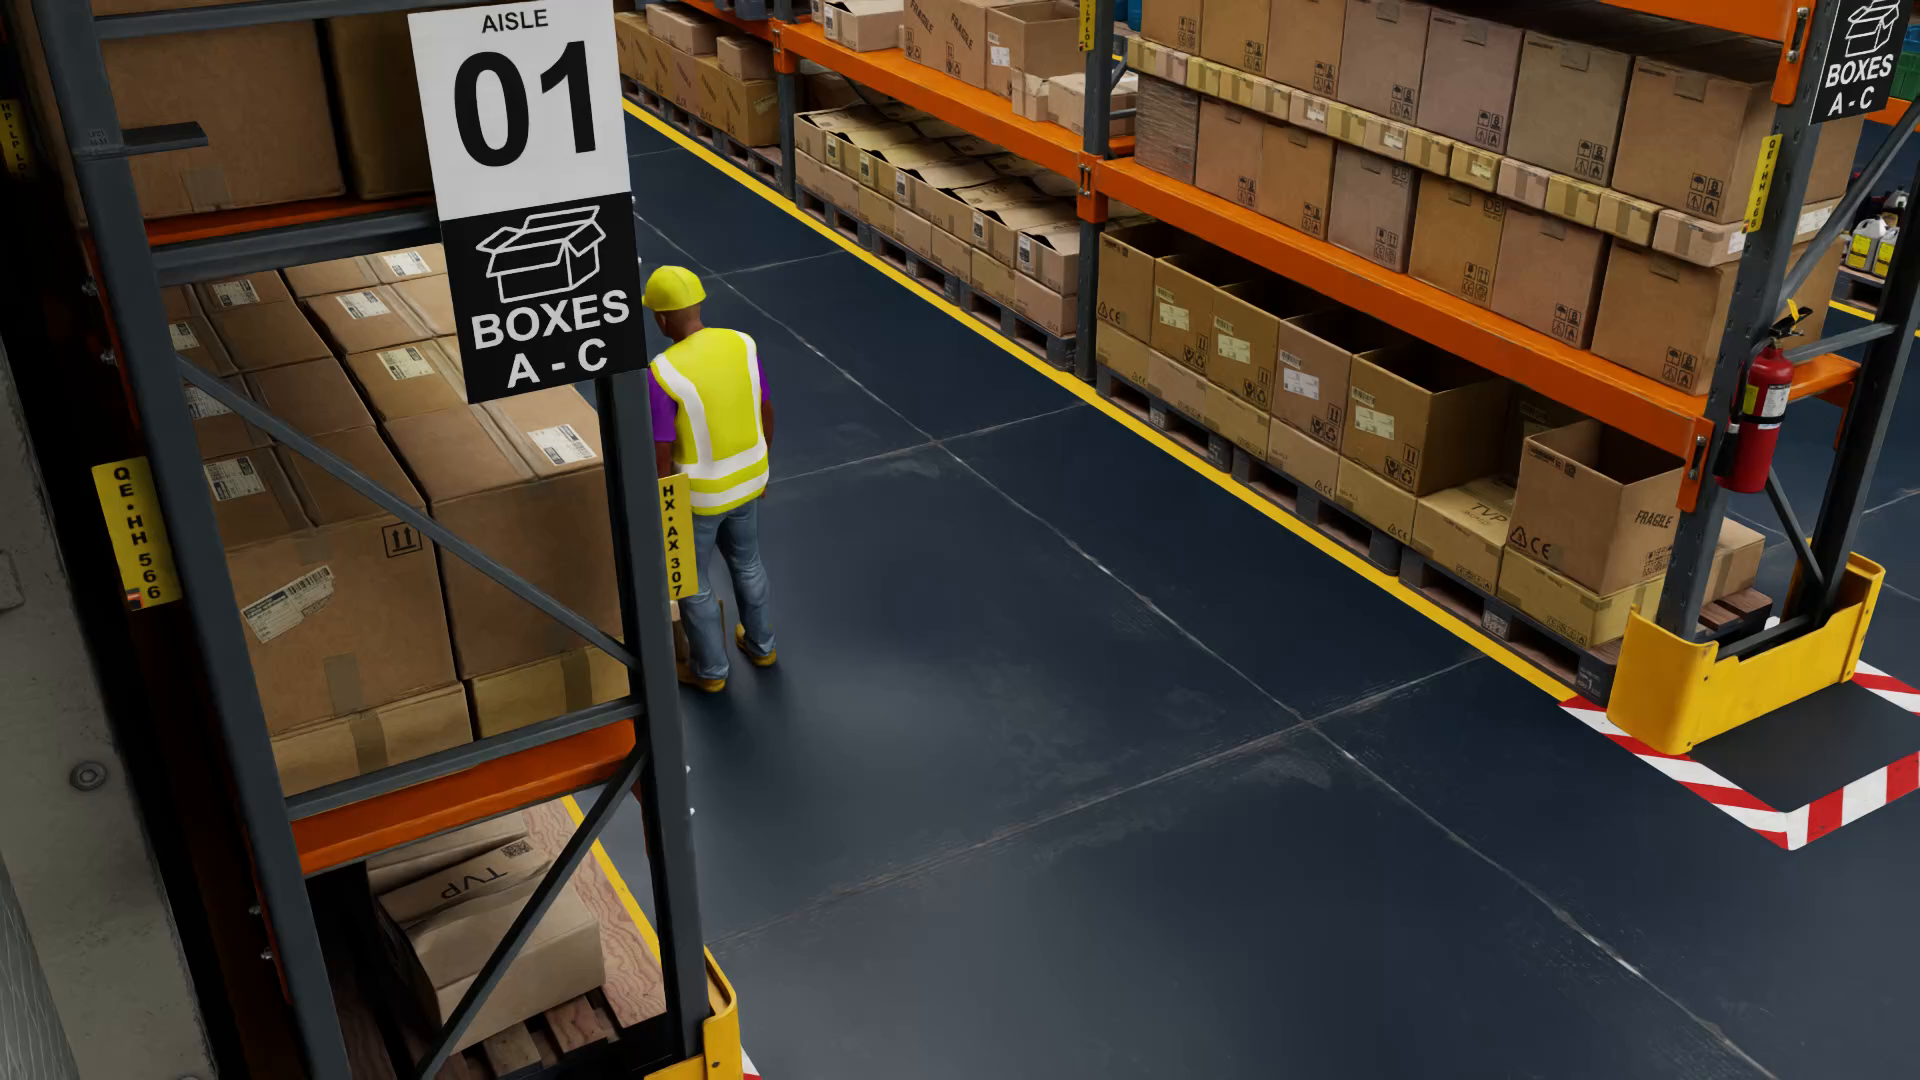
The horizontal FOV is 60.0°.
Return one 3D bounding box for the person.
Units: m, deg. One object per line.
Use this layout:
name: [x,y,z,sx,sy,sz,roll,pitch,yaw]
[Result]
person: [-0.995,-0.226,6.519,0.463,1.759,0.625,25,38,38]
